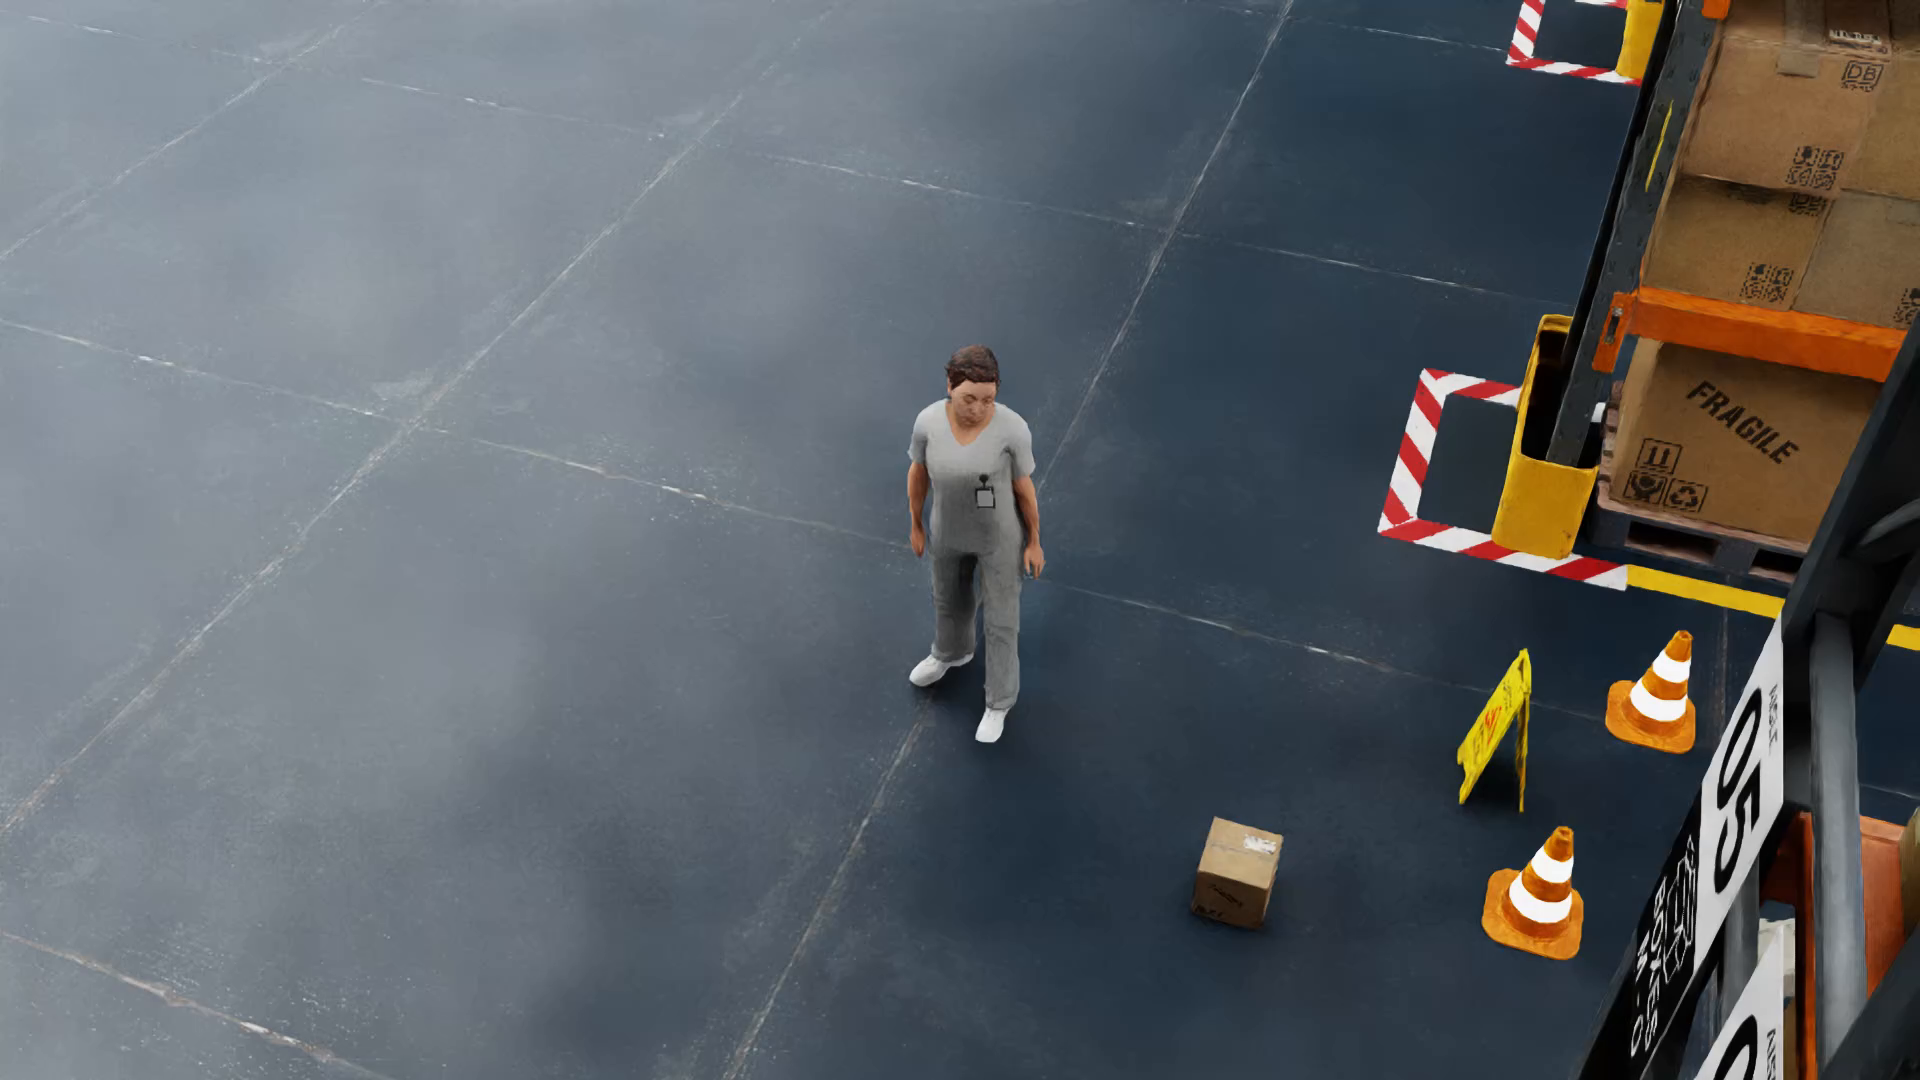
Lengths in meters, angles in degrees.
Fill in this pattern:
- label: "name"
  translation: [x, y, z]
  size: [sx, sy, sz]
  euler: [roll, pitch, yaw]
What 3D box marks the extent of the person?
- label: "person"
  translation: [0.042, 0.013, 6.110]
  size: [0.536, 1.670, 0.513]
  euler: [12, 43, 13]
